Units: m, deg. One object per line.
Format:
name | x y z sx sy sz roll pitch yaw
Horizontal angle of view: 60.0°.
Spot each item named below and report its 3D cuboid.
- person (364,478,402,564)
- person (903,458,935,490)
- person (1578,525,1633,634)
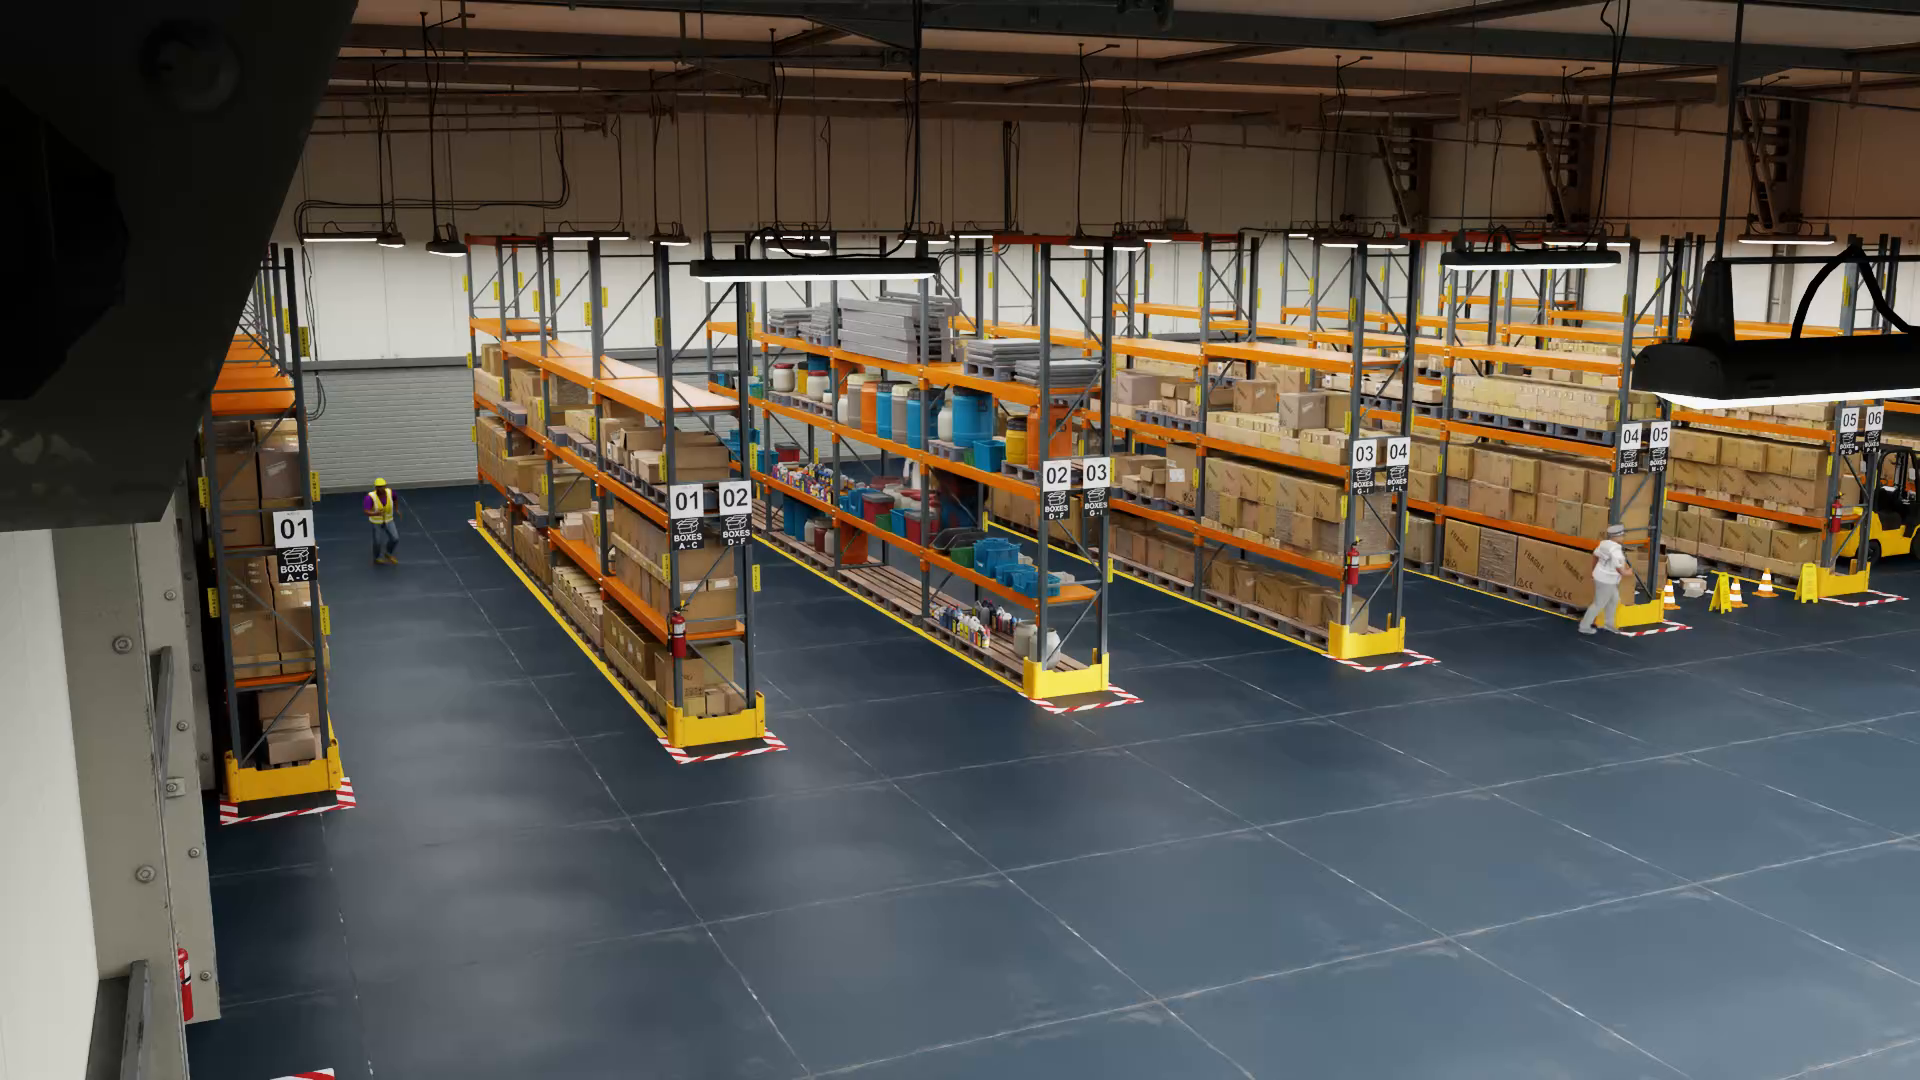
person | -10.577 -0.347 30.501 0.730 1.652 0.905 -8 13 -35
person | -0.867 -1.274 35.236 0.708 1.711 0.711 -9 14 -39
person | 9.859 0.631 25.308 0.743 1.790 0.674 1 11 6
